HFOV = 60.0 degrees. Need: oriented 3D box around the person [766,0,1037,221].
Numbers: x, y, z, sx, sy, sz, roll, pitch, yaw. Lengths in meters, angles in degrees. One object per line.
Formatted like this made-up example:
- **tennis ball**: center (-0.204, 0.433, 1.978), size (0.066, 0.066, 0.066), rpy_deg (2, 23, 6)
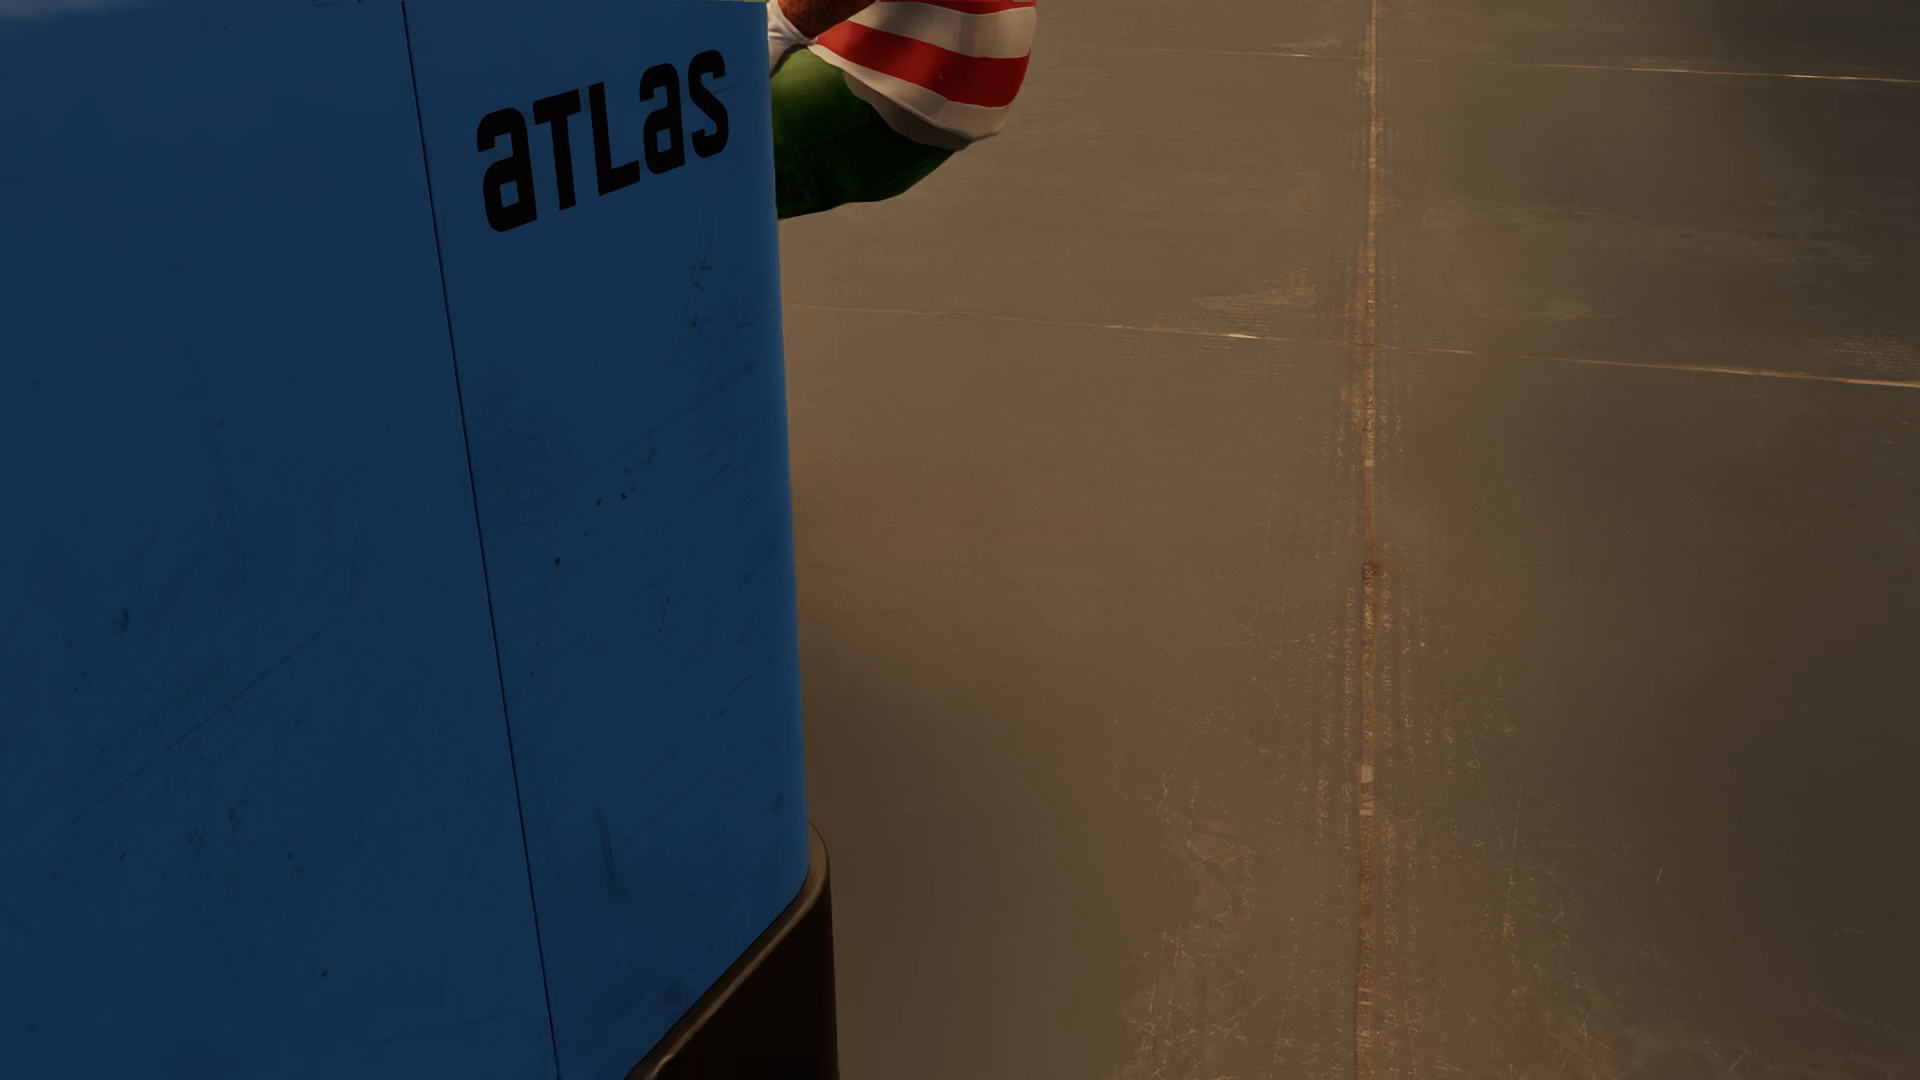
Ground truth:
- **person**: center (-0.361, -0.683, 2.224), size (0.897, 1.567, 0.798), rpy_deg (-6, 27, -12)
